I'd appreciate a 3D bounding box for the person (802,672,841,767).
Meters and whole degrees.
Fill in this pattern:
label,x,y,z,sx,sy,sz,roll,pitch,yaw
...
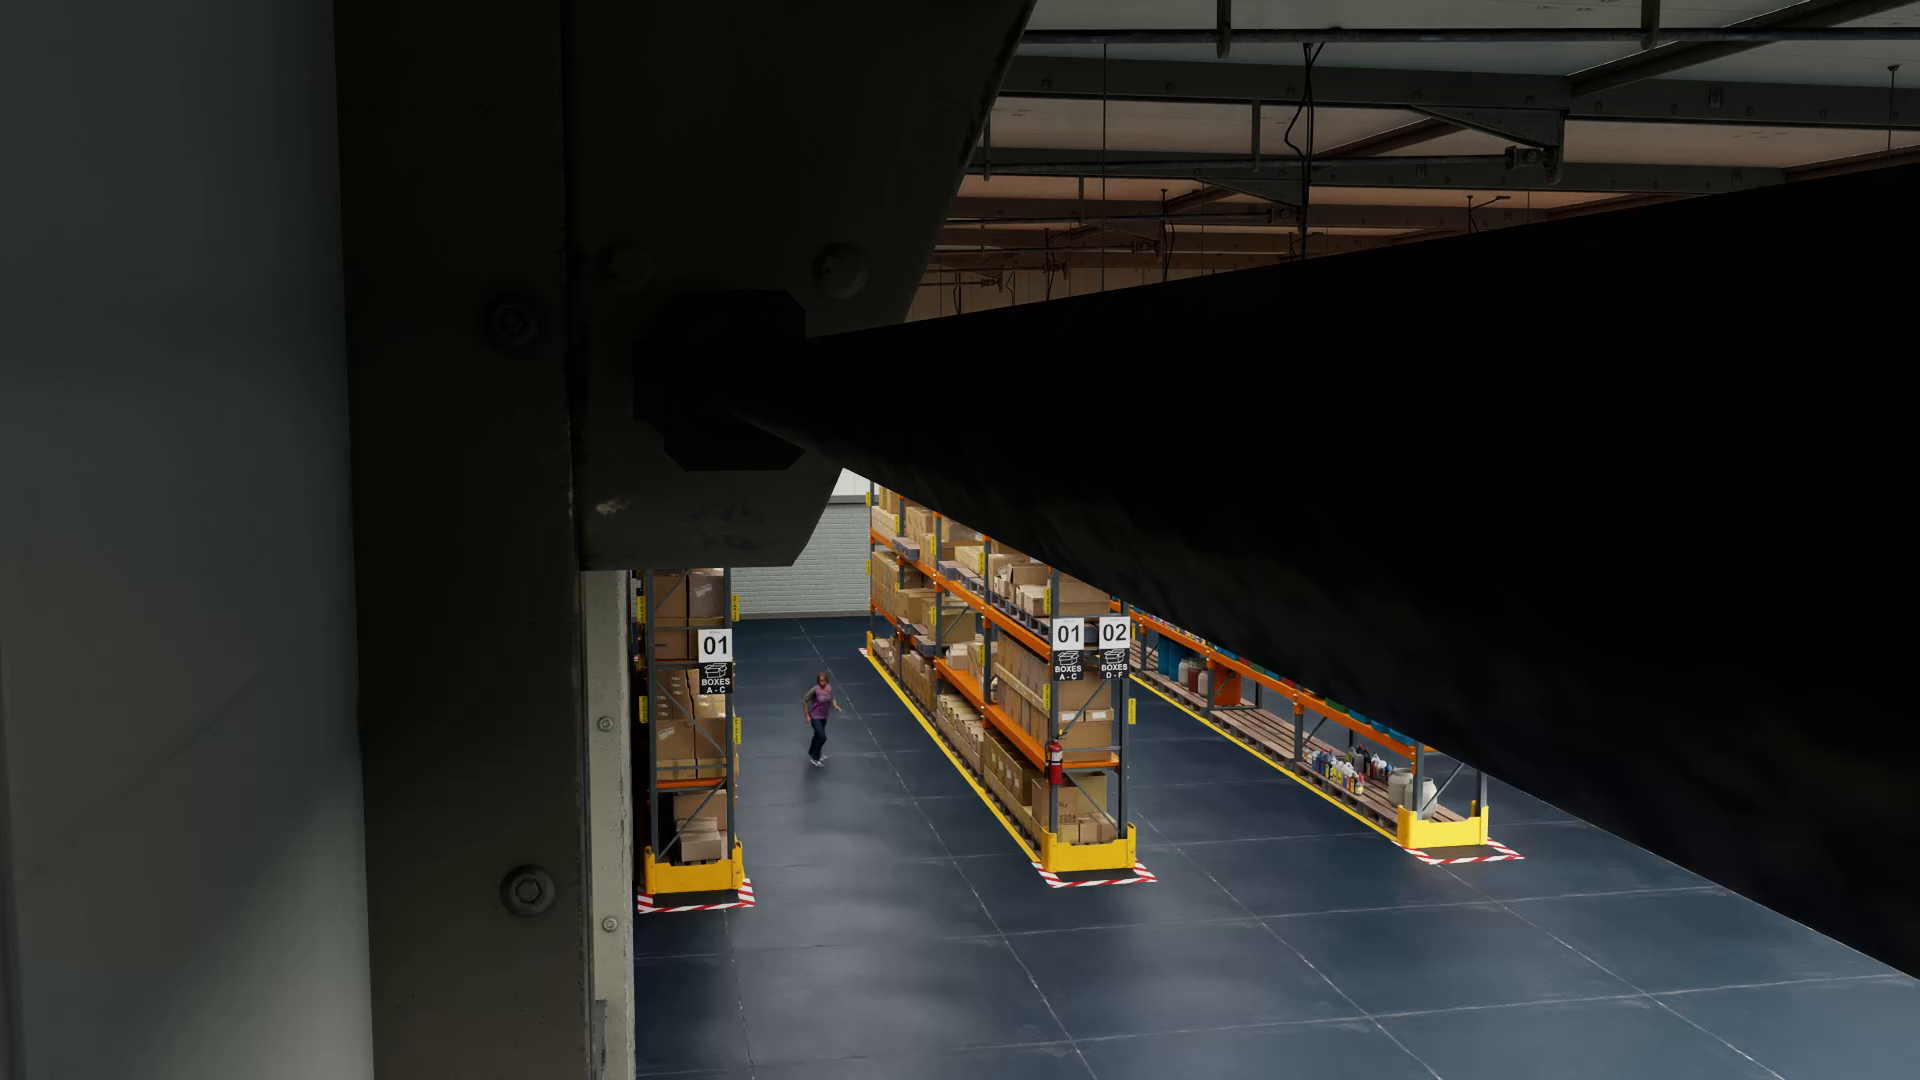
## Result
label,x,y,z,sx,sy,sz,roll,pitch,yaw
person,-2.199,2.844,26.436,0.792,1.560,0.560,4,7,36

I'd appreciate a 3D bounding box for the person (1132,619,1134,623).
label,x,y,z,sx,sy,sz,roll,pitch,yaw
person,3.823,1.463,38.626,0.576,1.678,0.673,3,7,25
